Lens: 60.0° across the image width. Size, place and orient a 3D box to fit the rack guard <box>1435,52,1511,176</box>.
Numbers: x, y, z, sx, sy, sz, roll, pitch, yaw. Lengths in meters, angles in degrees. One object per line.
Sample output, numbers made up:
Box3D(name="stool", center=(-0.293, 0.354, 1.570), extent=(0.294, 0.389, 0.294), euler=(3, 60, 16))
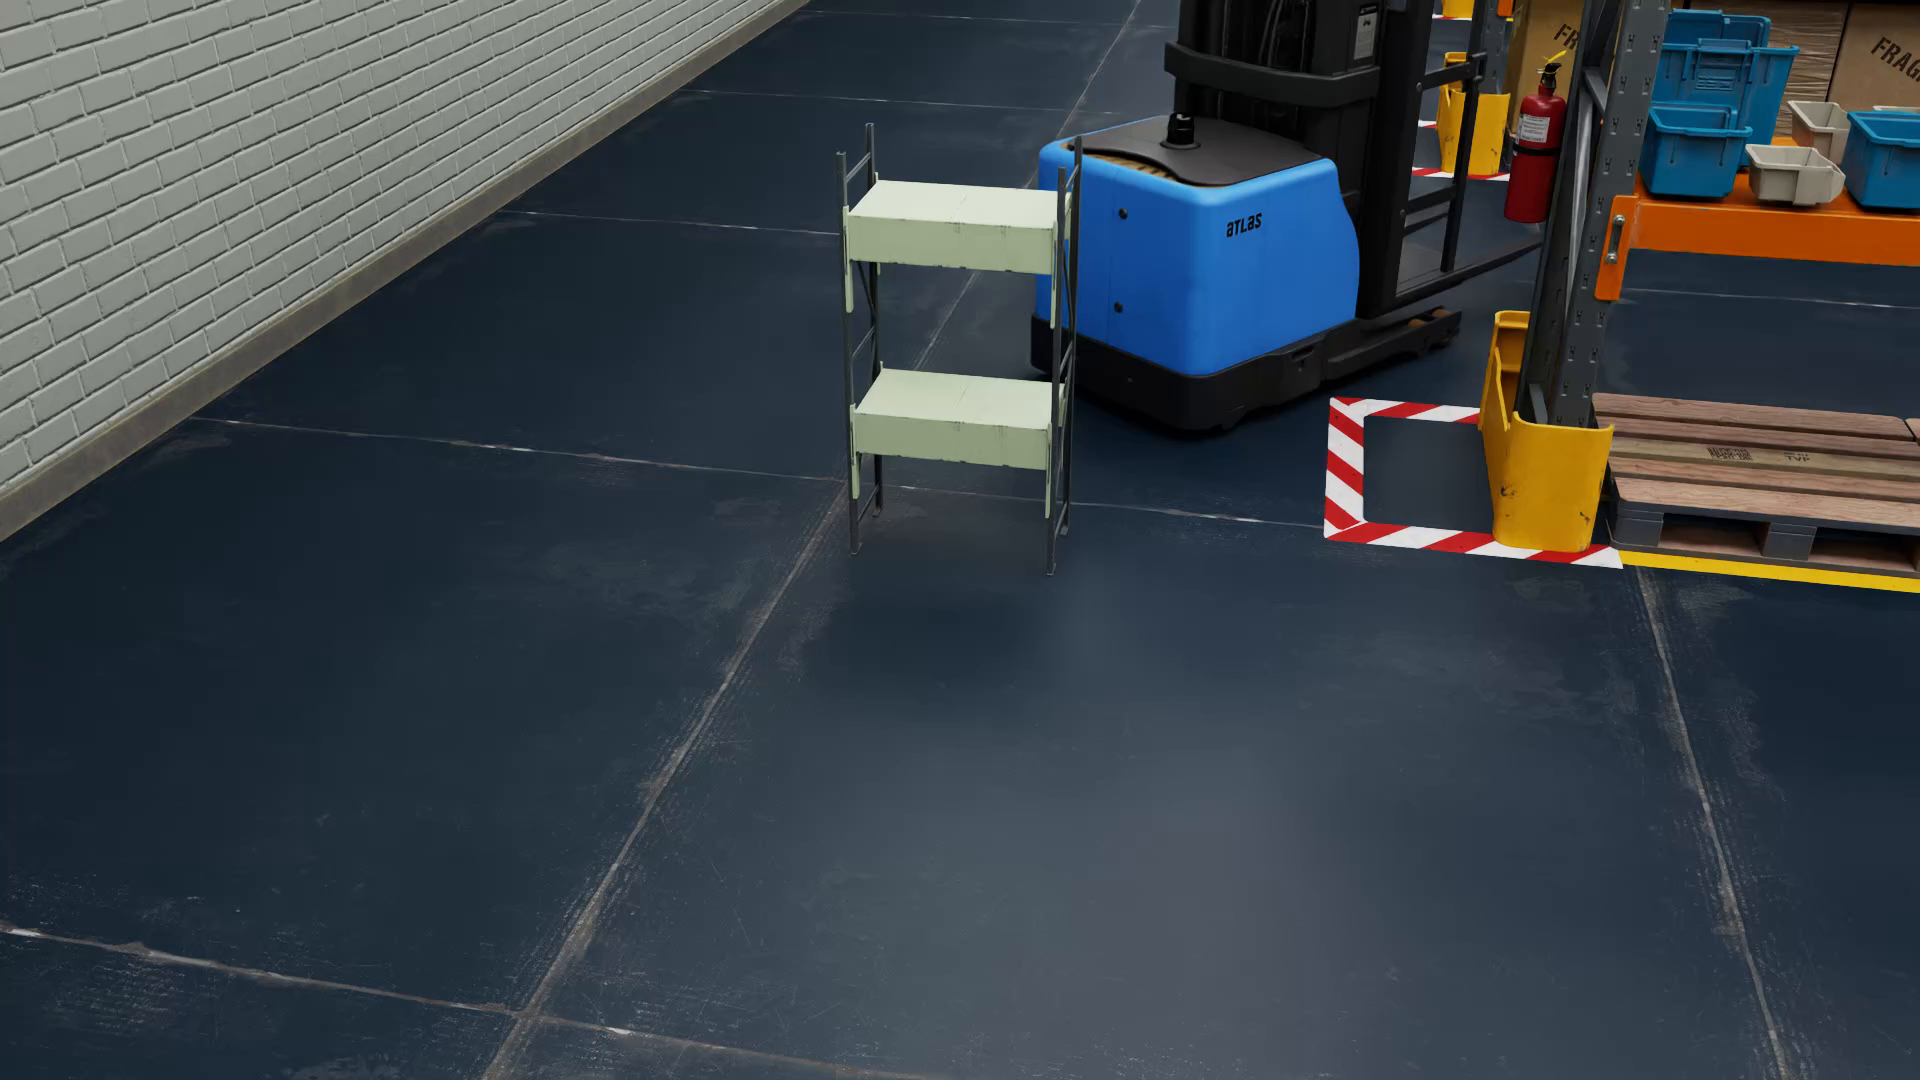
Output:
Box3D(name="rack guard", center=(3.325, -2.788, 10.821), extent=(0.348, 0.500, 1.175), euler=(6, 29, 11))

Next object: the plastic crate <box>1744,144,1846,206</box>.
Box3D(name="plastic crate", center=(2.783, -1.216, 5.559), extent=(0.298, 0.136, 0.250), euler=(6, 29, 11))

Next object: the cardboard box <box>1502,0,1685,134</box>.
Box3D(name="cardboard box", center=(3.991, -3.107, 10.577), extent=(0.875, 0.875, 0.875), euler=(6, 29, 11))

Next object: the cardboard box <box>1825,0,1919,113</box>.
Box3D(name="cardboard box", center=(5.751, -2.927, 10.248), extent=(0.875, 0.875, 0.875), euler=(6, 29, 11))

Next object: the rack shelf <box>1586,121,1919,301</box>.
Box3D(name="rack shelf", center=(4.270, -1.040, 5.774), extent=(4.000, 0.370, 1.077), euler=(6, 29, 11))

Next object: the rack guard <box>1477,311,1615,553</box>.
Box3D(name="rack guard", center=(2.288, -0.455, 6.561), extent=(0.348, 0.500, 1.175), euler=(6, 29, 11))

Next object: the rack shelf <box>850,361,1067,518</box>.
Box3D(name="rack shelf", center=(0.007, -0.371, 6.045), extent=(0.720, 0.370, 0.431), euler=(6, 29, 11))

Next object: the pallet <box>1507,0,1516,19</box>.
Box3D(name="pallet", center=(5.344, -4.872, 14.929), extent=(1.213, 0.211, 1.003), euler=(6, 29, 11))

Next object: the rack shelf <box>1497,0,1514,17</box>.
Box3D(name="rack shelf", center=(5.304, -3.366, 10.023), extent=(4.000, 0.370, 1.077), euler=(6, 29, 11))

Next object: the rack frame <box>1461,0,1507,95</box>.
Box3D(name="rack frame", center=(3.348, -3.882, 10.217), extent=(0.127, 3.000, 1.000), euler=(6, 29, 11))

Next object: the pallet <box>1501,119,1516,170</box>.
Box3D(name="pallet", center=(4.146, -2.615, 10.807), extent=(1.213, 0.211, 1.003), euler=(6, 29, 11))

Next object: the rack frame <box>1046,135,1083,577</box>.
Box3D(name="rack frame", center=(0.364, -0.620, 5.822), extent=(0.023, 1.500, 0.400), euler=(6, 29, 11))

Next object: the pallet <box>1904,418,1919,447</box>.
Box3D(name="pallet", center=(4.302, -0.108, 6.228), extent=(1.213, 0.211, 1.003), euler=(6, 29, 11))

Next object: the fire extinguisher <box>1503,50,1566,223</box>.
Box3D(name="fire extinguisher", center=(2.261, -1.587, 6.493), extent=(0.183, 0.674, 0.296), euler=(6, 29, 11))

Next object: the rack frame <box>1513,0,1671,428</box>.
Box3D(name="rack frame", center=(2.314, -1.556, 5.968), extent=(0.127, 3.000, 1.000), euler=(6, 29, 11))

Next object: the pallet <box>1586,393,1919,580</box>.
Box3D(name="pallet", center=(3.112, -0.232, 6.453), extent=(1.213, 0.211, 1.003), euler=(6, 29, 11))

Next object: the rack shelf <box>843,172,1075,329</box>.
Box3D(name="rack shelf", center=(0.007, -1.000, 5.701), extent=(0.720, 0.370, 0.431), euler=(6, 29, 11))

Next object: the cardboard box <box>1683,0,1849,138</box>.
Box3D(name="cardboard box", center=(4.881, -3.016, 10.411), extent=(0.875, 0.875, 0.875), euler=(6, 29, 11))

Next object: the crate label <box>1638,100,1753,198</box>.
Box3D(name="crate label", center=(2.486, -1.329, 5.666), extent=(0.303, 0.233, 0.416), euler=(6, 29, 11))

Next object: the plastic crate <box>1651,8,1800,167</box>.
Box3D(name="plastic crate", center=(2.680, -1.652, 6.044), extent=(0.499, 0.435, 0.616), euler=(6, 29, 11))

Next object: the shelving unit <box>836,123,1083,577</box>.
Box3D(name="shelving unit", center=(0.007, -0.657, 5.889), extent=(0.755, 1.500, 0.431), euler=(6, 29, 11))

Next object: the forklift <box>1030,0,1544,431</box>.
Box3D(name="forklift", center=(1.760, -2.327, 7.449), extent=(3.031, 2.935, 1.130), euler=(-23, 36, -35))

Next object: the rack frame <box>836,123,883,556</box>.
Box3D(name="rack frame", center=(-0.351, -0.694, 5.956), extent=(0.023, 1.500, 0.400), euler=(6, 29, 11))

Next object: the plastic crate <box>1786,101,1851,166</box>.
Box3D(name="plastic crate", center=(3.149, -1.470, 6.023), extent=(0.243, 0.136, 0.396), euler=(6, 29, 11))

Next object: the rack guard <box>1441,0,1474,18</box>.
Box3D(name="rack guard", center=(4.557, -5.097, 15.039), extent=(0.348, 0.500, 1.175), euler=(6, 29, 11))

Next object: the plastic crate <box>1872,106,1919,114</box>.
Box3D(name="plastic crate", center=(3.429, -1.434, 5.957), extent=(0.243, 0.136, 0.396), euler=(6, 29, 11))

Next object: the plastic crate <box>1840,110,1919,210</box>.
Box3D(name="plastic crate", center=(3.130, -1.263, 5.545), extent=(0.300, 0.233, 0.416), euler=(6, 29, 11))
